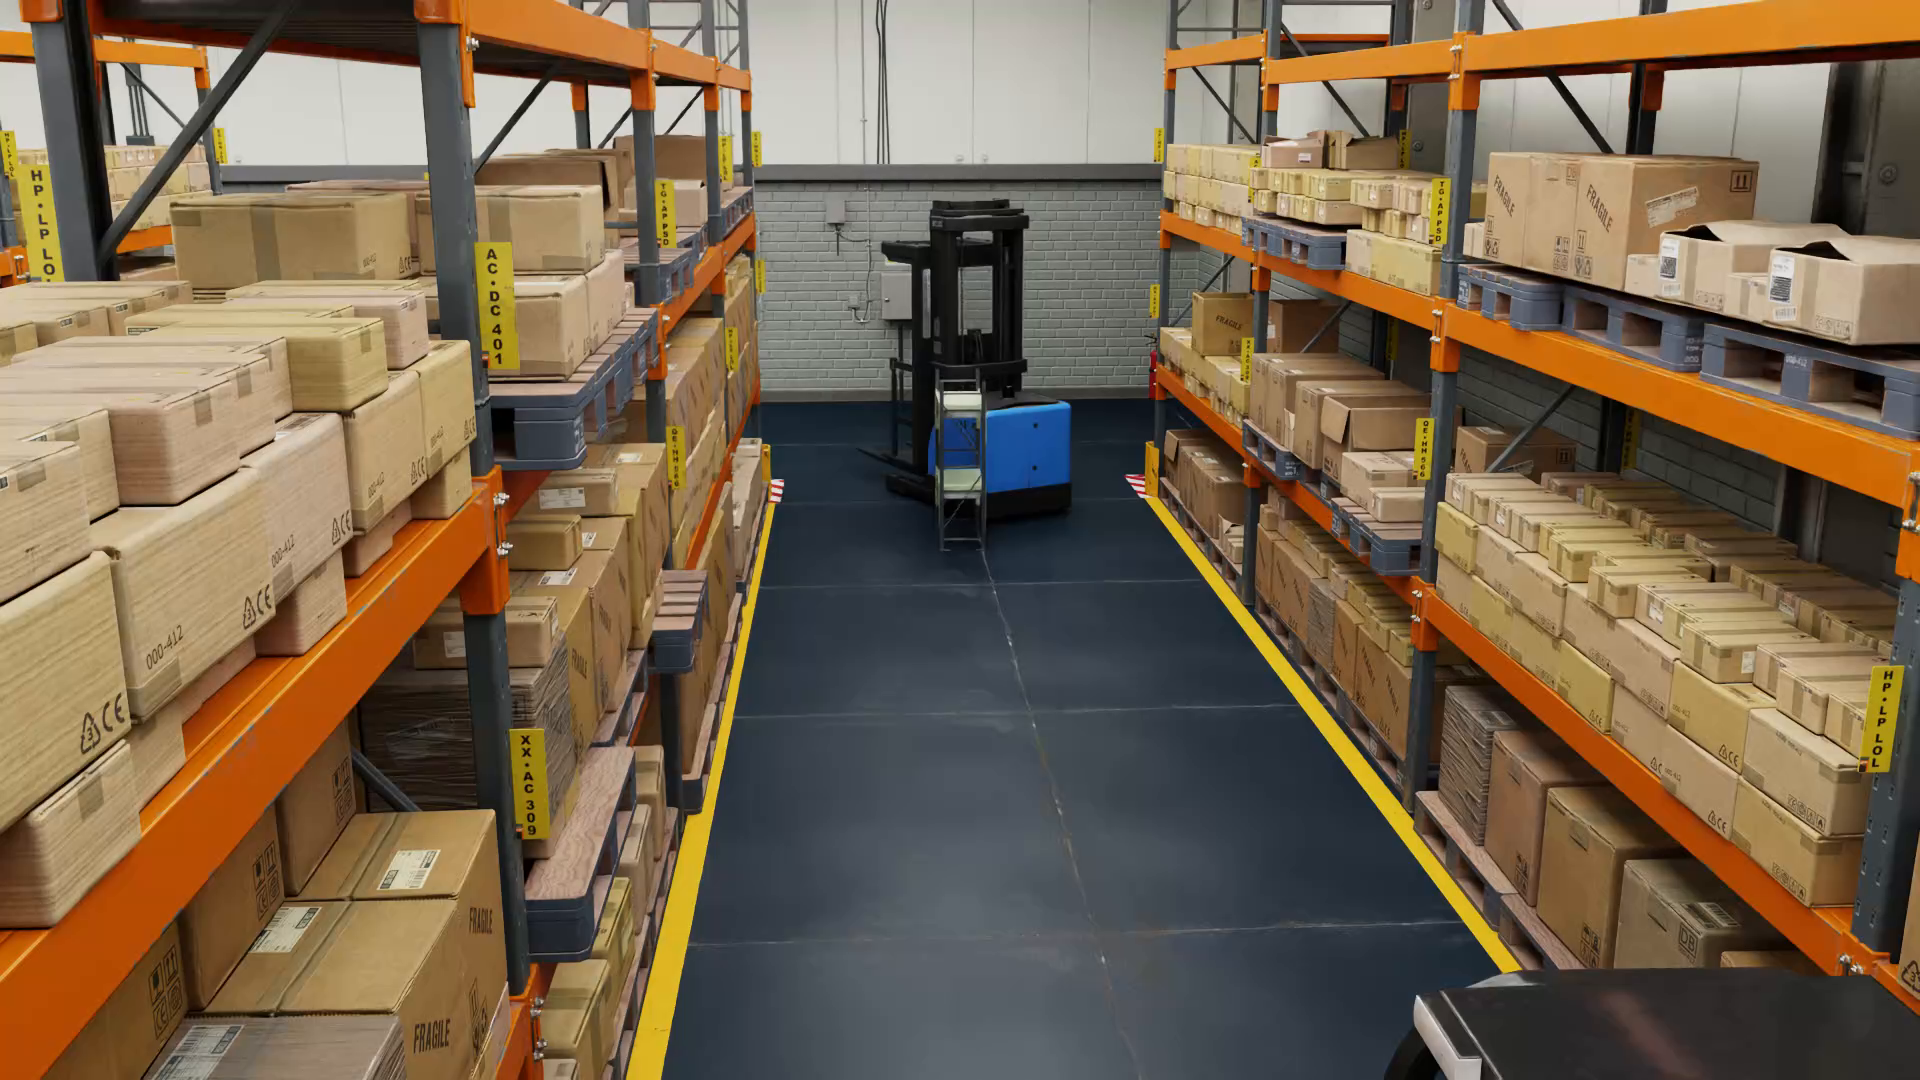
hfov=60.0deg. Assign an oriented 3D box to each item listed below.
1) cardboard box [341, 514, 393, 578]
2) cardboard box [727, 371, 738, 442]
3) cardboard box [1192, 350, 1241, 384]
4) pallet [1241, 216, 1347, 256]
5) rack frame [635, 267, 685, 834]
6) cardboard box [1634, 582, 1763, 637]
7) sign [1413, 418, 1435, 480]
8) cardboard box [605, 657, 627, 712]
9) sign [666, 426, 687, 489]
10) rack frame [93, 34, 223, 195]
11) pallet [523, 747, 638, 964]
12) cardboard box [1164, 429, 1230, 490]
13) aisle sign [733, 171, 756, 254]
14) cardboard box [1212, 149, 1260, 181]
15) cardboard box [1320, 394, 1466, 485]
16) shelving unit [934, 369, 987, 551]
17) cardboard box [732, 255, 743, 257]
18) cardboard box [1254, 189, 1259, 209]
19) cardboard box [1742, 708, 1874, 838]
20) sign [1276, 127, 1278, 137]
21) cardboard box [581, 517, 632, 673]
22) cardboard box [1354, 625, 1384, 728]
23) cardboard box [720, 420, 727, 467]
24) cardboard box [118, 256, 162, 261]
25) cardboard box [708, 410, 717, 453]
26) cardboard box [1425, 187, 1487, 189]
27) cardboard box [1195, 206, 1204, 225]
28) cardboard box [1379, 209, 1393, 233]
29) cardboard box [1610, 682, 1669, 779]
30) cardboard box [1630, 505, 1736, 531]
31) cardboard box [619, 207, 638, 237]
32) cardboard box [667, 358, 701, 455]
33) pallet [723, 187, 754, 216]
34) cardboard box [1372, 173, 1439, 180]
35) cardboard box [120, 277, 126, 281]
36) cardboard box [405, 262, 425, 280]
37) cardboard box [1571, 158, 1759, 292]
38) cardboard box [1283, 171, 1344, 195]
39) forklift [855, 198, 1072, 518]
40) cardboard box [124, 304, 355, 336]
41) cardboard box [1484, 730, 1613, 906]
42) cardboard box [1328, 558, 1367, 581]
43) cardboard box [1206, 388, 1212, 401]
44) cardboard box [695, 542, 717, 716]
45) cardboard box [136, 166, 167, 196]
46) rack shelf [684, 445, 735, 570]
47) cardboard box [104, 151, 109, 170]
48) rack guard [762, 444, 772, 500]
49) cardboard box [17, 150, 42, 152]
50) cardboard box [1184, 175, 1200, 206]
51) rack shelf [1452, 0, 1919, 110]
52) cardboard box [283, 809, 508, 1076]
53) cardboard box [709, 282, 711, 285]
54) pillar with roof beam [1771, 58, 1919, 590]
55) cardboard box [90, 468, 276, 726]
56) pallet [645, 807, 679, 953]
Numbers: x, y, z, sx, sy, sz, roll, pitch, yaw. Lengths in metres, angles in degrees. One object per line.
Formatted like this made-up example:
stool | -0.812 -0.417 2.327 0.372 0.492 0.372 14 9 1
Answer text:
cardboard box | -1.449 -0.020 3.570 0.380 0.149 0.250 -1 14 -3
cardboard box | -2.004 -1.049 12.884 0.500 0.500 0.500 0 14 -2
cardboard box | 2.348 -1.529 14.652 0.500 0.250 0.500 -1 14 -5
pallet | 2.688 -2.156 11.744 1.213 0.211 1.003 -1 14 -3
rack frame | -1.988 0.115 8.561 1.000 3.000 0.127 -1 14 -3
cardboard box | 2.862 0.271 6.453 0.380 0.149 0.250 -1 14 -3
sign | 2.425 -0.475 8.686 0.100 0.325 0.005 -1 14 -3
cardboard box | -1.512 0.561 6.488 0.380 0.149 0.250 0 14 -1
sign | -1.447 -0.418 8.468 0.100 0.325 0.005 -1 14 -3
rack frame | -7.418 -4.679 15.151 1.000 3.000 0.127 -1 14 -3
pallet | -1.643 1.010 5.466 1.003 0.211 1.213 -1 14 -3
cardboard box | 2.413 -0.793 16.257 0.797 0.503 0.637 -1 15 -6
aisle sign | -2.179 -3.157 16.058 0.394 0.787 0.004 -1 14 -3
cardboard box | 2.383 -3.098 13.728 0.500 0.250 0.500 -1 14 -2
cardboard box | 2.680 -0.619 10.364 0.797 0.503 0.637 -1 14 -5
shelving unit | 0.000 -0.725 14.833 0.431 1.500 0.755 -1 14 -3
cardboard box | -2.222 -2.573 15.497 0.380 0.149 0.250 -1 14 -2
cardboard box | 2.339 -2.460 12.009 0.380 0.149 0.250 -1 14 -3
cardboard box | 2.928 0.744 5.412 0.500 0.250 0.500 -1 14 -5
sign | 3.025 -3.838 16.125 0.100 0.325 0.005 -1 14 -3
cardboard box | -1.574 0.217 6.522 0.500 0.500 0.500 -1 15 -6
cardboard box | 2.704 0.818 10.002 0.500 0.500 0.500 -1 14 -4
cardboard box | -1.957 -0.700 12.027 0.500 0.250 0.500 -1 14 -5
cardboard box | -7.655 -2.334 15.275 0.500 0.500 0.500 -1 14 -4
cardboard box | -1.890 -0.691 10.989 0.500 0.250 0.500 -1 14 -2
cardboard box | 2.738 -1.828 8.996 0.380 0.149 0.250 -1 14 -5
cardboard box | 2.256 -2.818 14.443 0.380 0.149 0.250 -1 14 -3
cardboard box | 2.691 -1.875 9.775 0.380 0.149 0.250 -1 14 -3
cardboard box | 2.884 0.734 6.453 0.500 0.250 0.500 -1 14 -3
cardboard box | 3.355 -0.059 7.733 0.380 0.149 0.250 -1 14 -5
cardboard box | -1.969 -1.955 10.211 0.380 0.166 0.250 0 14 1
cardboard box | -1.832 -0.797 9.895 0.500 0.500 0.500 0 14 -2
pallet | -2.428 -3.100 15.214 1.003 0.211 1.213 -1 14 -3
cardboard box | 2.882 -2.290 10.749 0.380 0.149 0.250 -1 14 -3
cardboard box | -7.003 -1.826 13.298 0.500 0.500 0.500 -1 14 -3
cardboard box | -1.948 -0.743 5.332 0.500 0.250 0.500 -1 14 -3
cardboard box | 2.830 -1.279 6.713 0.500 0.500 0.500 -1 14 -2
cardboard box | 2.402 -2.411 11.221 0.380 0.149 0.250 -1 14 -4
forklift | -0.100 -1.934 16.660 1.130 2.935 3.031 -8 17 -29
cardboard box | -1.484 -0.403 3.456 0.380 0.149 0.250 -1 14 -2
cardboard box | 3.039 1.302 7.871 0.875 0.625 0.625 0 14 -2
cardboard box | 2.664 0.219 11.027 0.380 0.149 0.250 -1 14 -3
cardboard box | 2.368 -1.295 14.546 0.380 0.149 0.250 -1 14 -4
cardboard box | -1.999 0.545 10.308 0.875 0.875 0.875 -1 14 -3
cardboard box | -7.074 -3.030 14.062 0.500 0.250 0.500 -1 14 -3
rack shelf | -2.112 -0.034 10.584 1.077 0.370 4.000 -1 14 -3
cardboard box | -6.980 -2.998 13.135 0.380 0.149 0.250 0 14 -1
rack guard | -2.485 -0.670 16.628 1.175 0.500 0.348 -1 14 -3
cardboard box | -7.605 -3.051 13.344 0.380 0.149 0.250 -1 14 -4
cardboard box | 2.296 -3.108 14.772 0.500 0.250 0.500 -1 14 -5
rack shelf | 3.090 -1.829 6.321 1.077 0.370 4.000 -1 14 -3
cardboard box | -1.465 1.024 4.230 0.500 0.500 0.500 -1 14 -5
cardboard box | -2.087 -1.936 13.021 0.380 0.149 0.250 -1 14 -4
pillar with roof beam | -0.351 -2.491 6.650 9.100 9.000 0.400 -1 14 -3
cardboard box | -1.348 0.070 2.419 0.500 0.250 0.500 -1 14 -2
pallet | -1.941 1.660 8.153 1.003 0.211 1.213 -1 14 -3
